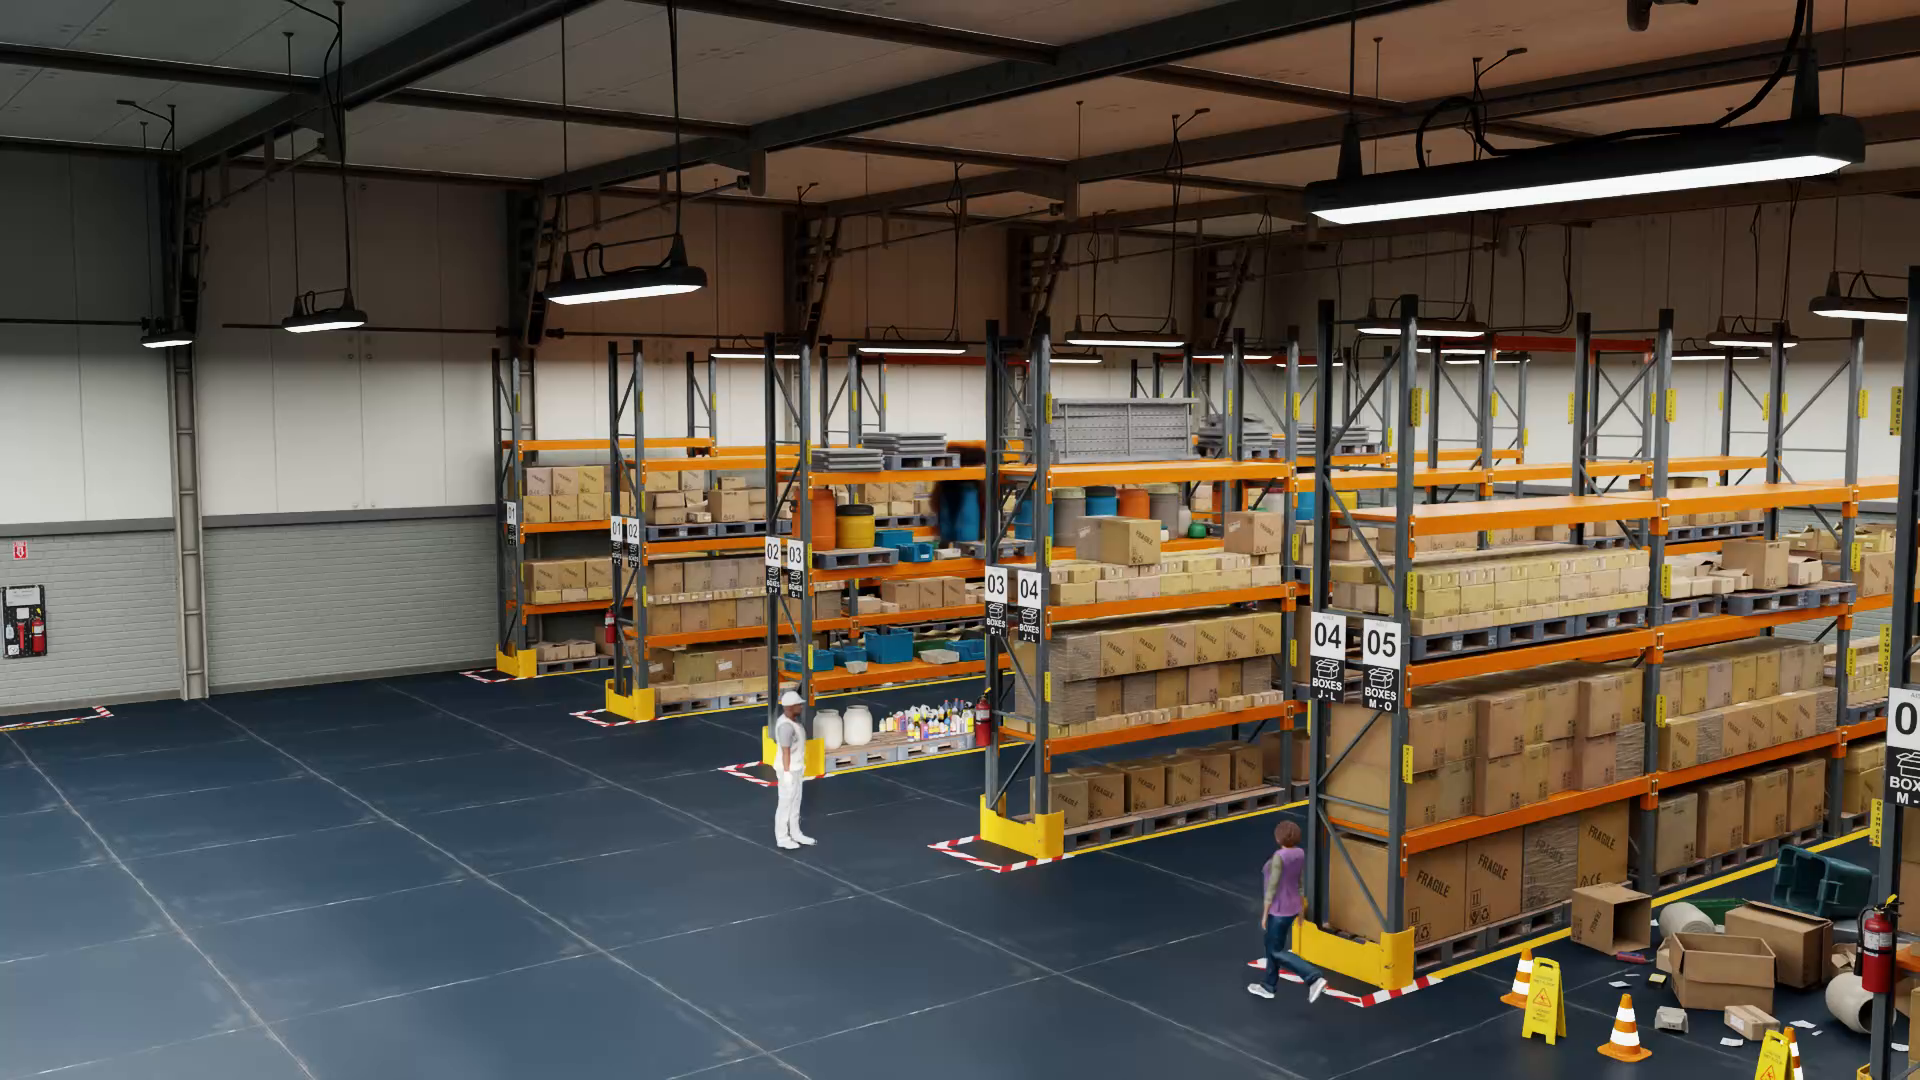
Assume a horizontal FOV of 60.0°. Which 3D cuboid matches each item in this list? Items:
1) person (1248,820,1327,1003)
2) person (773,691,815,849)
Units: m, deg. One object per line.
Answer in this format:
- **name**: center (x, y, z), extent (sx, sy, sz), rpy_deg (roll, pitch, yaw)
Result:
- **person**: center (2.759, 3.144, 14.027), extent (0.760, 1.576, 0.407), rpy_deg (3, 6, 29)
- **person**: center (-1.900, 2.606, 18.915), extent (0.441, 1.791, 0.581), rpy_deg (0, 5, 5)
